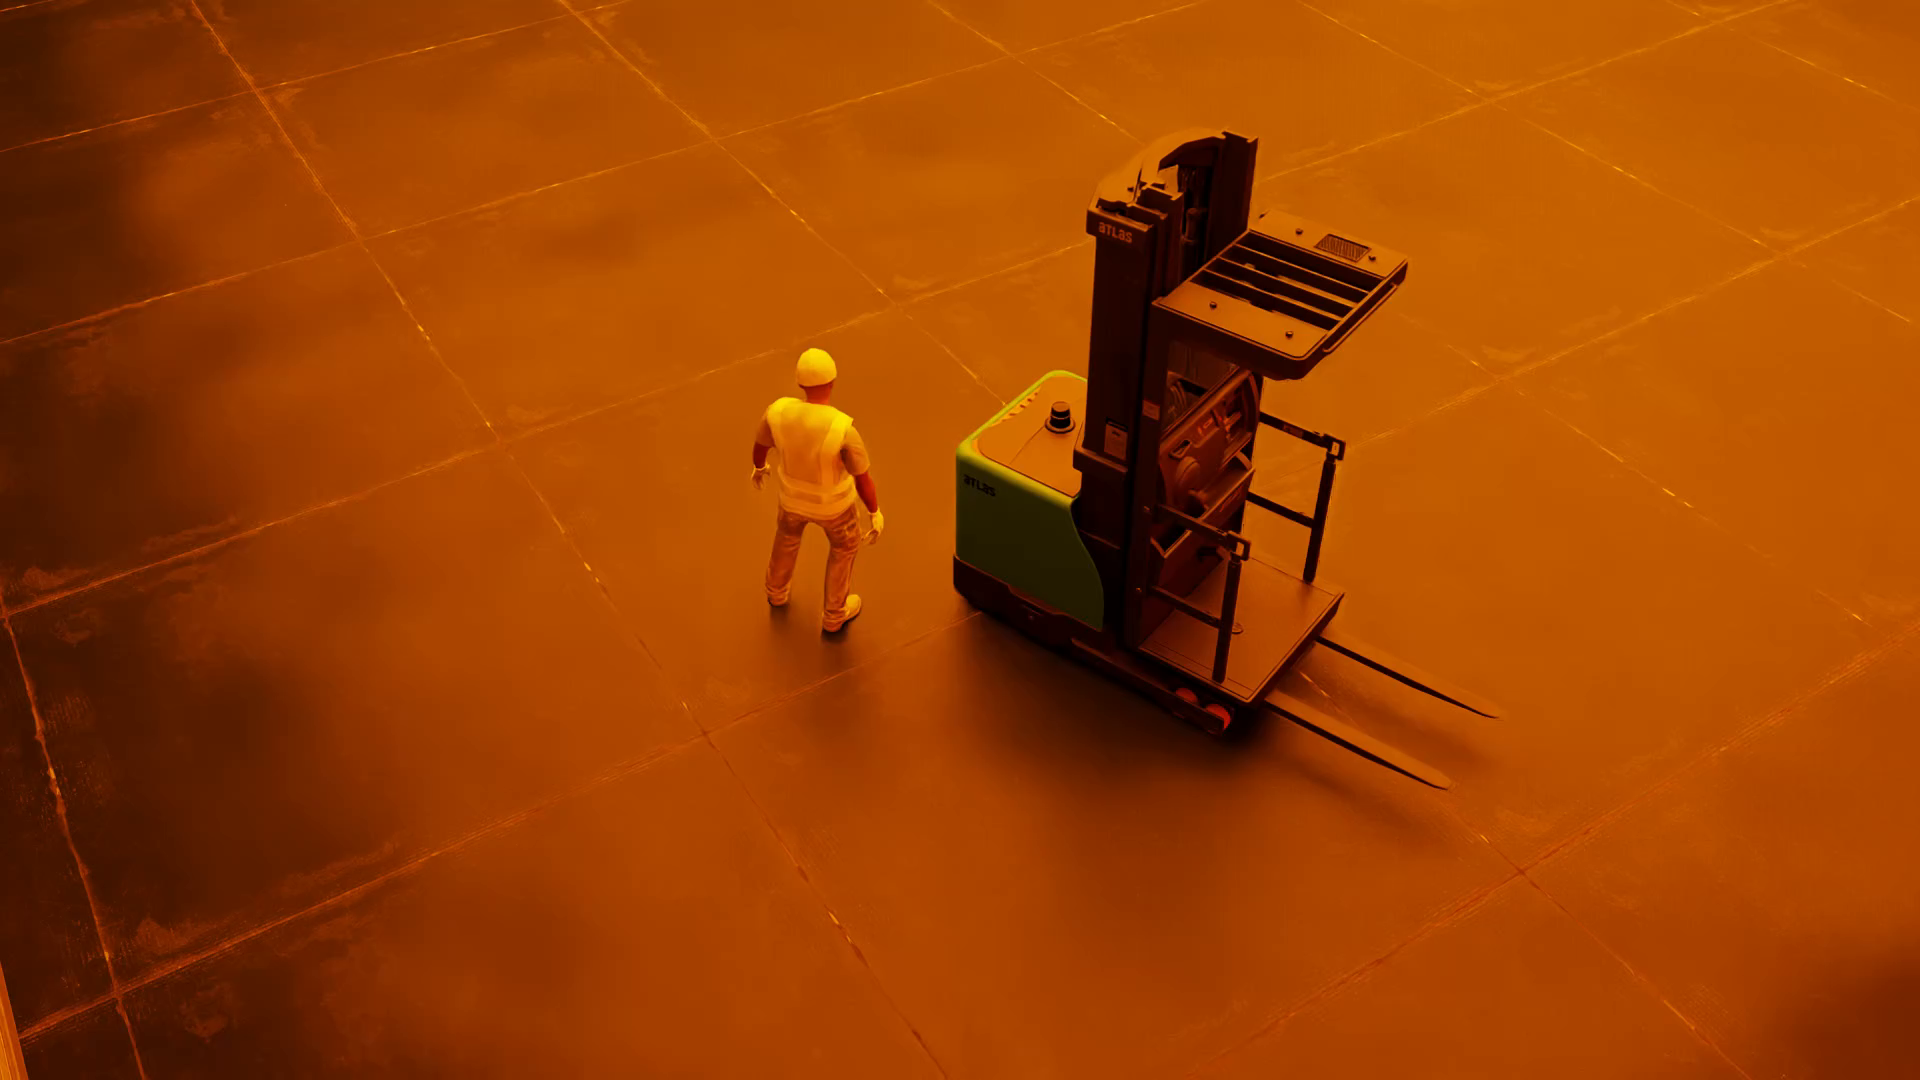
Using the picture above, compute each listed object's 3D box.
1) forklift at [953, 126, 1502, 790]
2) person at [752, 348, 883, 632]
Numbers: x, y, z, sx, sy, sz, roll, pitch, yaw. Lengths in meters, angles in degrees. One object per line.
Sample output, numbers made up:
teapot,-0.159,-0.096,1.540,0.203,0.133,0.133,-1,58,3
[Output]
forklift,1.439,-0.463,8.400,3.031,2.935,1.130,27,48,27
person,-0.775,-0.271,9.077,0.828,1.752,0.422,14,43,16
